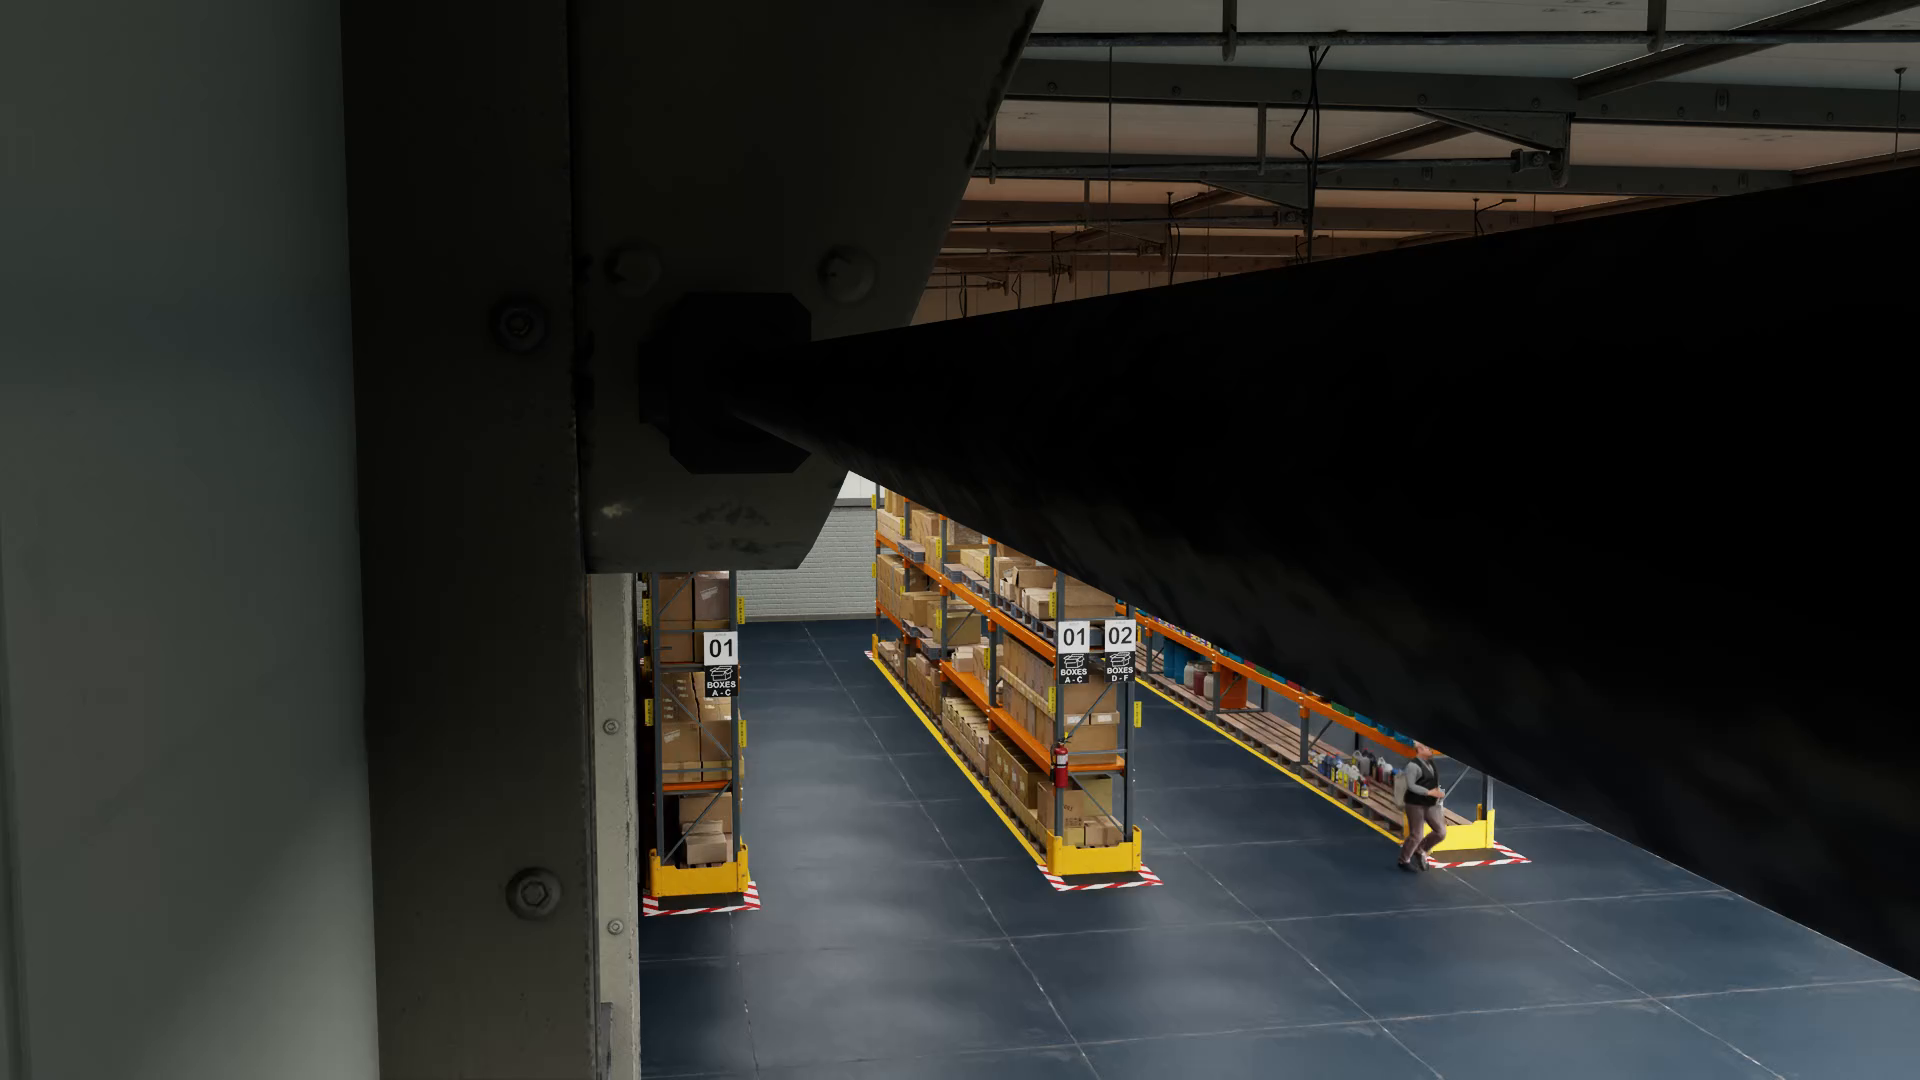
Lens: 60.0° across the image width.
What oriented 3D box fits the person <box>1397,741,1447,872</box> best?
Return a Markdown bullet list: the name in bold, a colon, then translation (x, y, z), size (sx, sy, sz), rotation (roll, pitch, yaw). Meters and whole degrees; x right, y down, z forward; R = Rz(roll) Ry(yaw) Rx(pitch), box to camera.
- **person**: translation (5.844, 3.339, 20.912), size (0.683, 1.692, 0.621), rotation (-5, 8, -40)
